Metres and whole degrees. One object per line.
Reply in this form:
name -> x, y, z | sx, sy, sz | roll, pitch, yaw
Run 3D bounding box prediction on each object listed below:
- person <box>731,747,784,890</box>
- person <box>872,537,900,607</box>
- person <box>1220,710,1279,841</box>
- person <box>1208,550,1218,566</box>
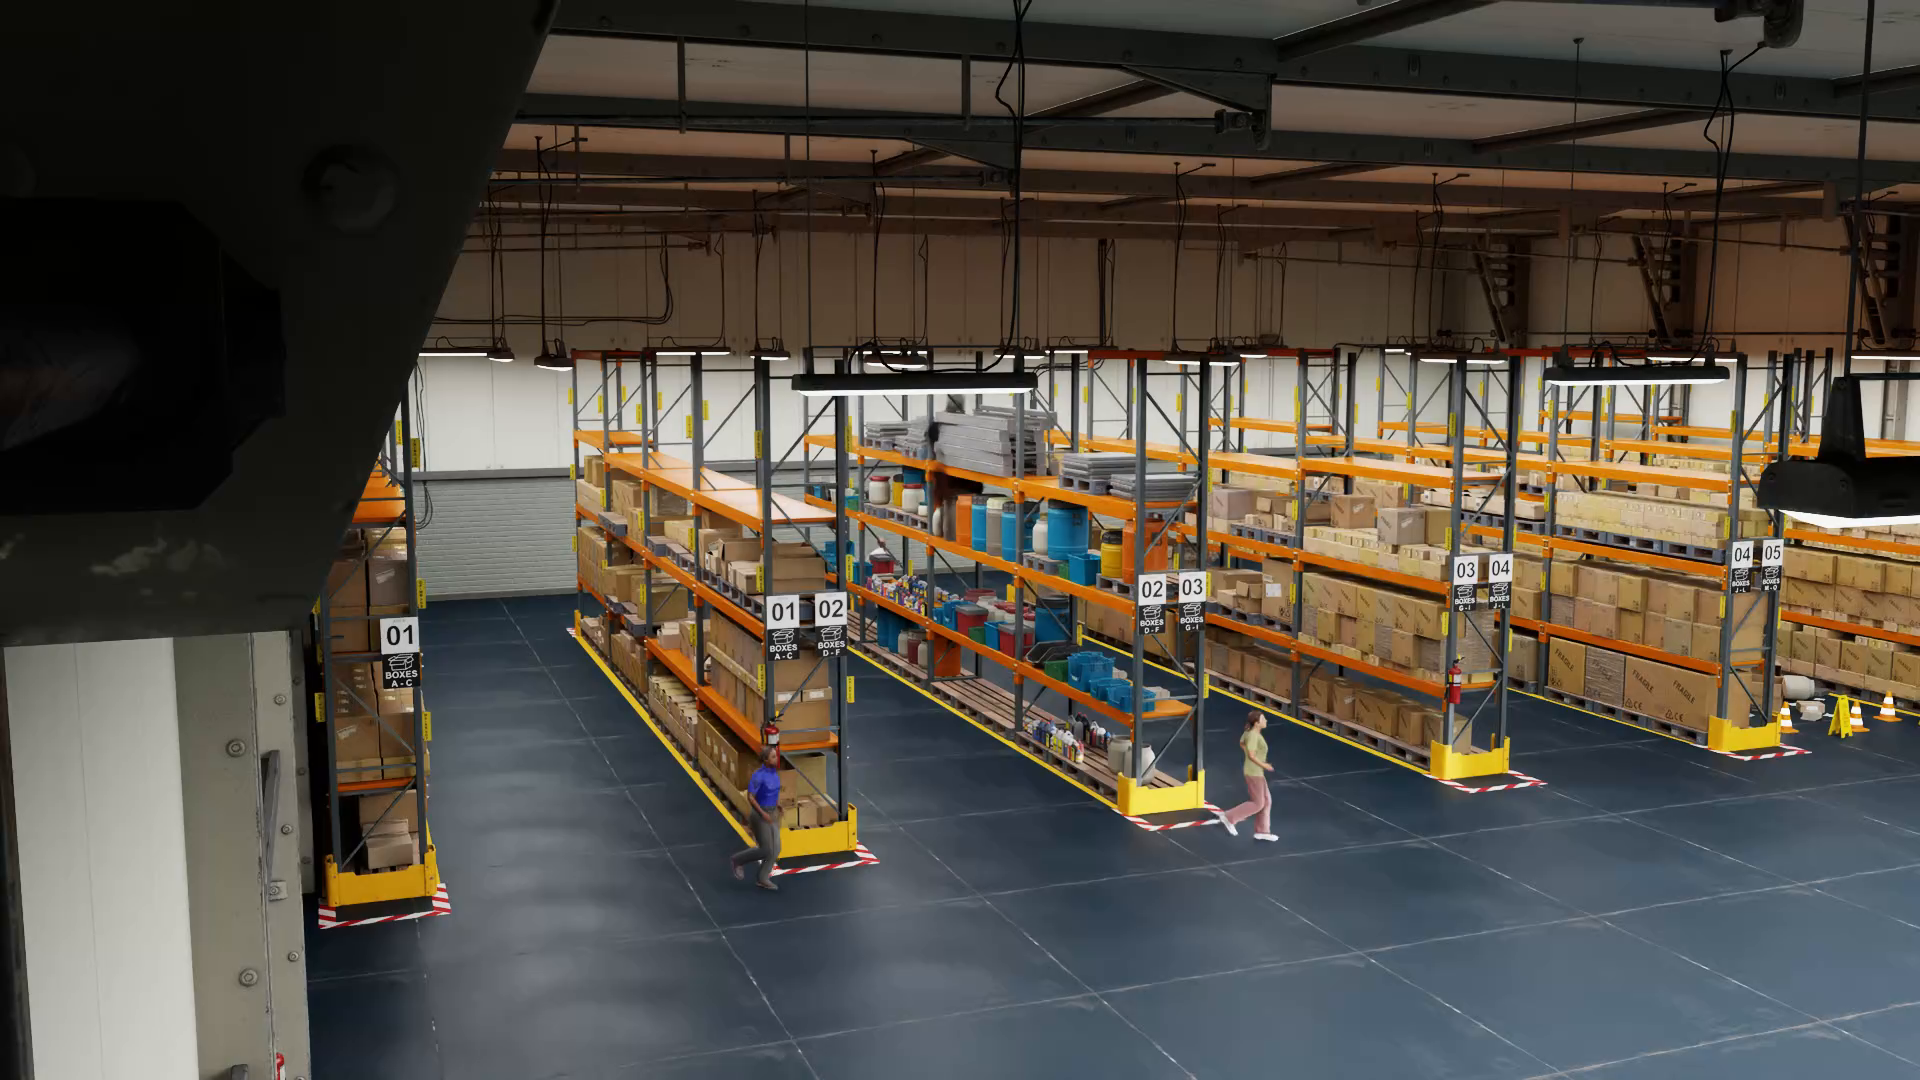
person -> -2.303, 3.174, 19.184 | 0.583, 1.612, 0.597 | 3, 8, 21
person -> -1.737, 0.782, 37.932 | 0.672, 1.736, 0.782 | 3, 8, 22
person -> 3.631, 2.943, 20.812 | 0.739, 1.654, 0.603 | 1, 7, 5
person -> 6.303, 0.470, 41.404 | 0.591, 1.456, 0.592 | -1, 7, -11
